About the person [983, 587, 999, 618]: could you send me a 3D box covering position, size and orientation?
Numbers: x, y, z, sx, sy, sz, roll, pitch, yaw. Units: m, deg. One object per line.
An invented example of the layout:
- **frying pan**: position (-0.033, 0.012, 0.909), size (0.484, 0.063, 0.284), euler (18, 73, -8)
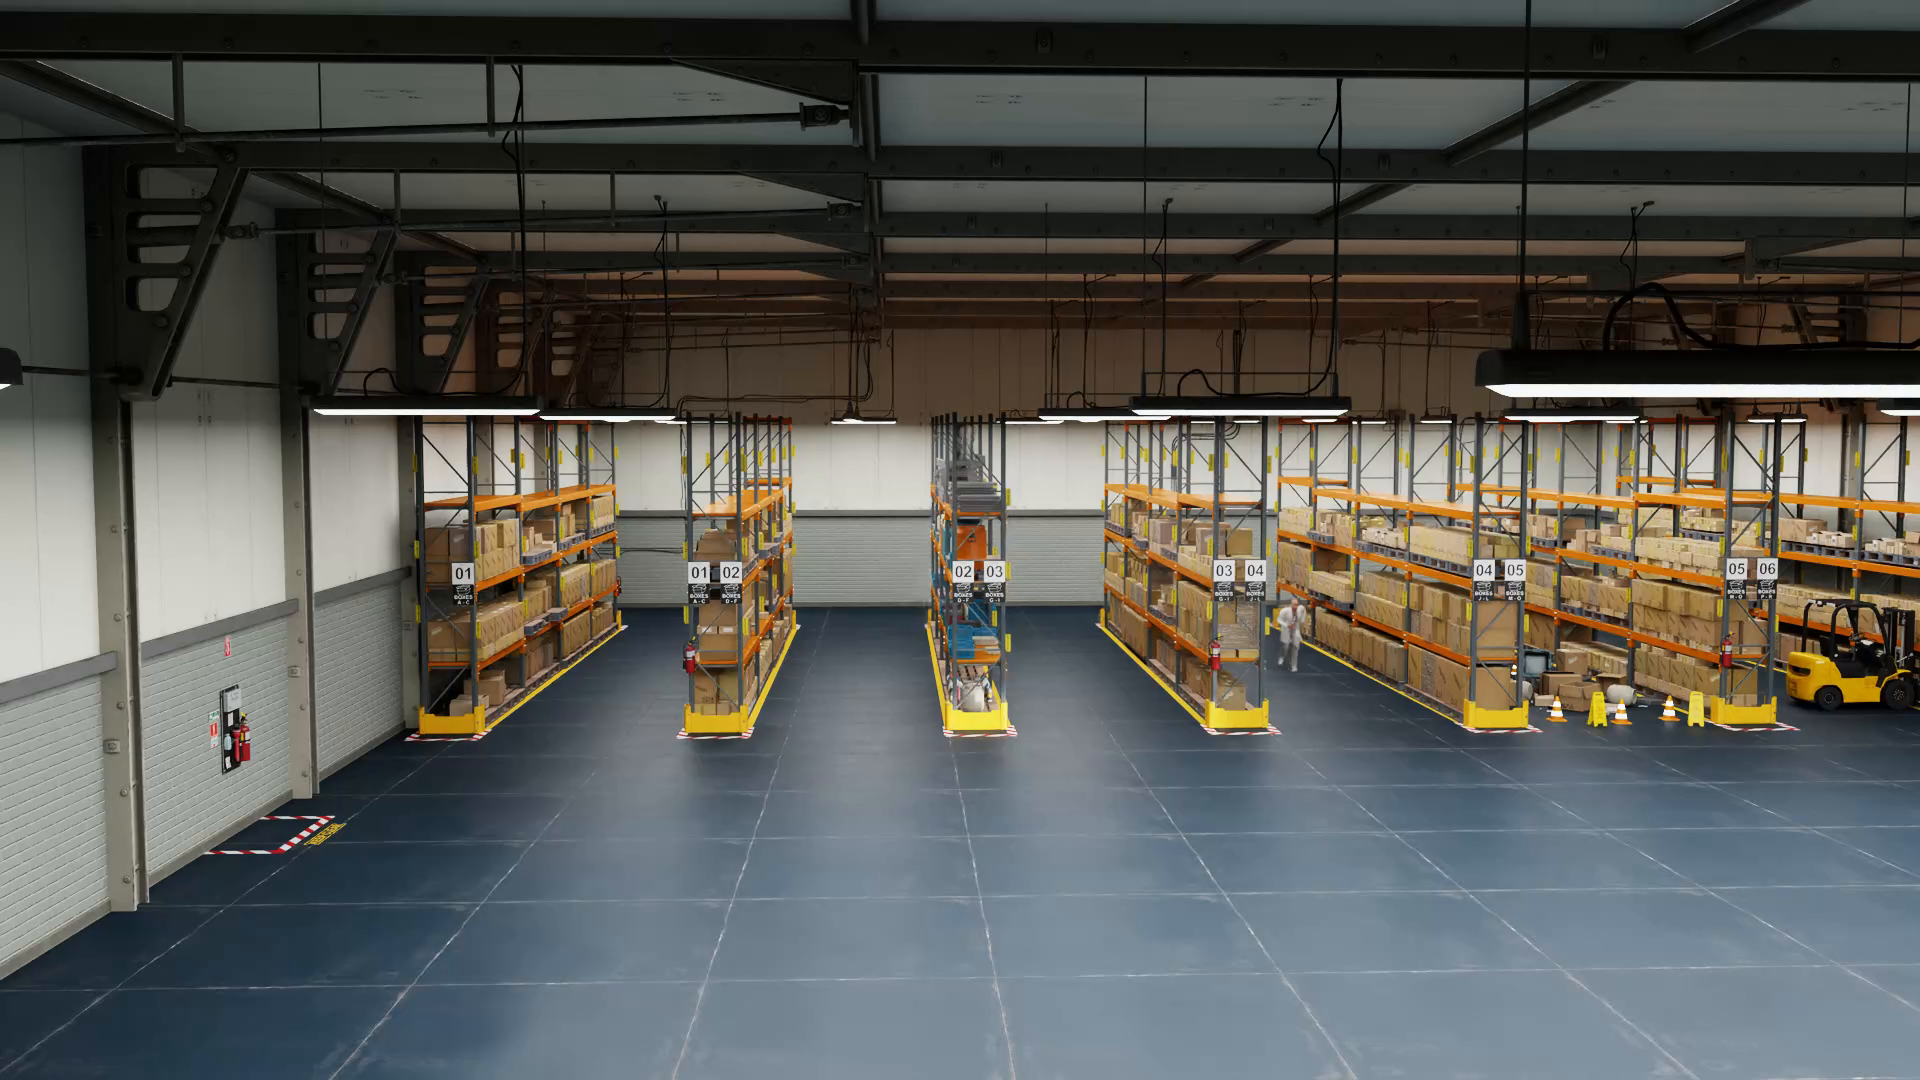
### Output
- **person**: position (0.863, 1.461, 49.841), size (0.837, 1.791, 0.729), euler (1, 4, 14)

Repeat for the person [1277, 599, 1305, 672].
- **person**: position (7.781, 2.223, 39.350), size (0.754, 1.743, 1.068), euler (-1, 4, -12)

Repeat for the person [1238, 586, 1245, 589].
- **person**: position (7.912, 1.759, 46.444), size (0.547, 1.626, 0.754), euler (0, 4, -2)
